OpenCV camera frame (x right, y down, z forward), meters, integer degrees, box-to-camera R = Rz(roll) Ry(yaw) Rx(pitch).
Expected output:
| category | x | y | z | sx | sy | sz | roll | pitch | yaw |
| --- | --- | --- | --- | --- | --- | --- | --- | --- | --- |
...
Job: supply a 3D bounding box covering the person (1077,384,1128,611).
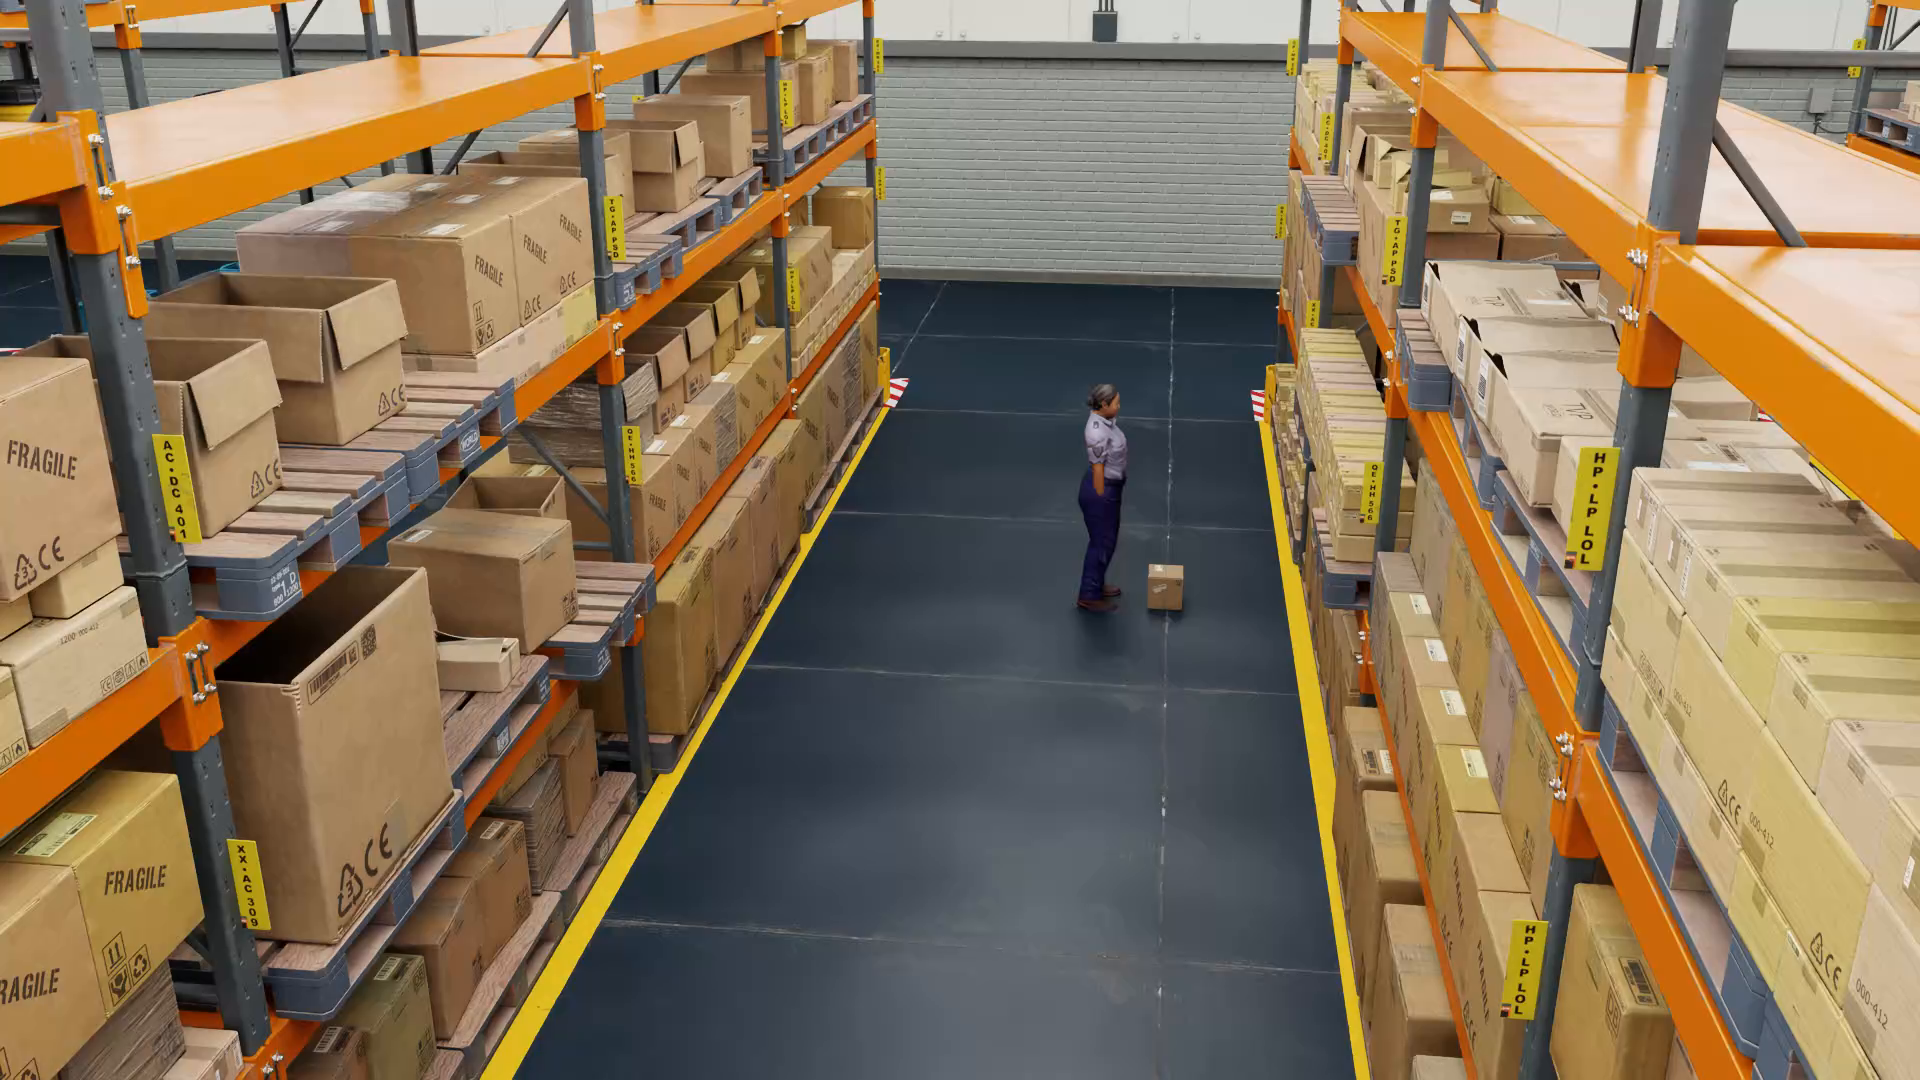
| category | x | y | z | sx | sy | sz | roll | pitch | yaw |
| --- | --- | --- | --- | --- | --- | --- | --- | --- | --- |
| person | 1.027 | -0.325 | 11.965 | 0.341 | 1.656 | 0.470 | 3 | 21 | 7 |
